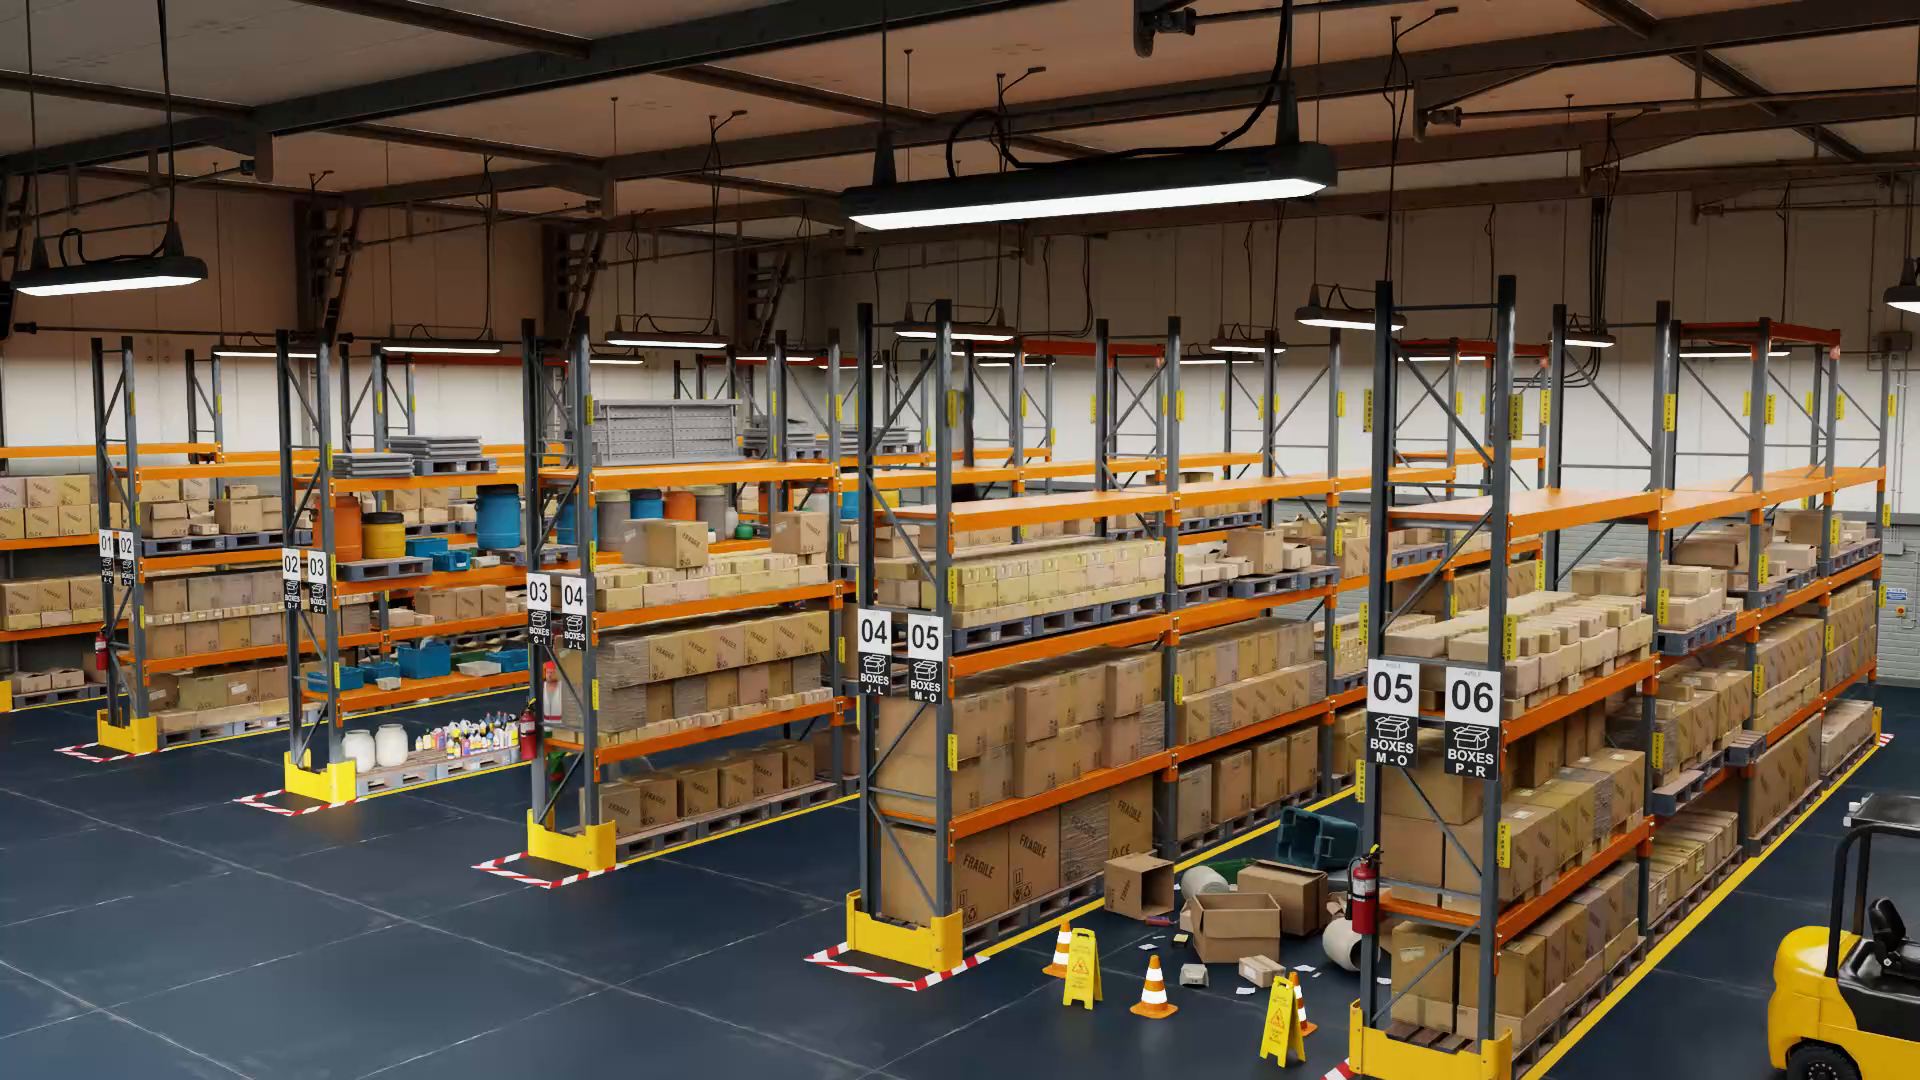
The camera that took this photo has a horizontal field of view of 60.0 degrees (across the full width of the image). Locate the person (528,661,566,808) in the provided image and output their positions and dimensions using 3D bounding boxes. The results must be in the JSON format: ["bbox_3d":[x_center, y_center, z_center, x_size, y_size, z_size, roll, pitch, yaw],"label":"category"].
[{"bbox_3d":[-5.125,2.419,21.054,0.652,1.825,0.904,1,5,7],"label":"person"}]

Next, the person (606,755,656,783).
[{"bbox_3d":[-4.247,2.549,21.345,0.957,1.615,0.604,-5,7,-44],"label":"person"}]

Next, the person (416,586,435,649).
[{"bbox_3d":[-9.721,1.639,30.615,0.658,1.772,1.073,3,6,29],"label":"person"}]
